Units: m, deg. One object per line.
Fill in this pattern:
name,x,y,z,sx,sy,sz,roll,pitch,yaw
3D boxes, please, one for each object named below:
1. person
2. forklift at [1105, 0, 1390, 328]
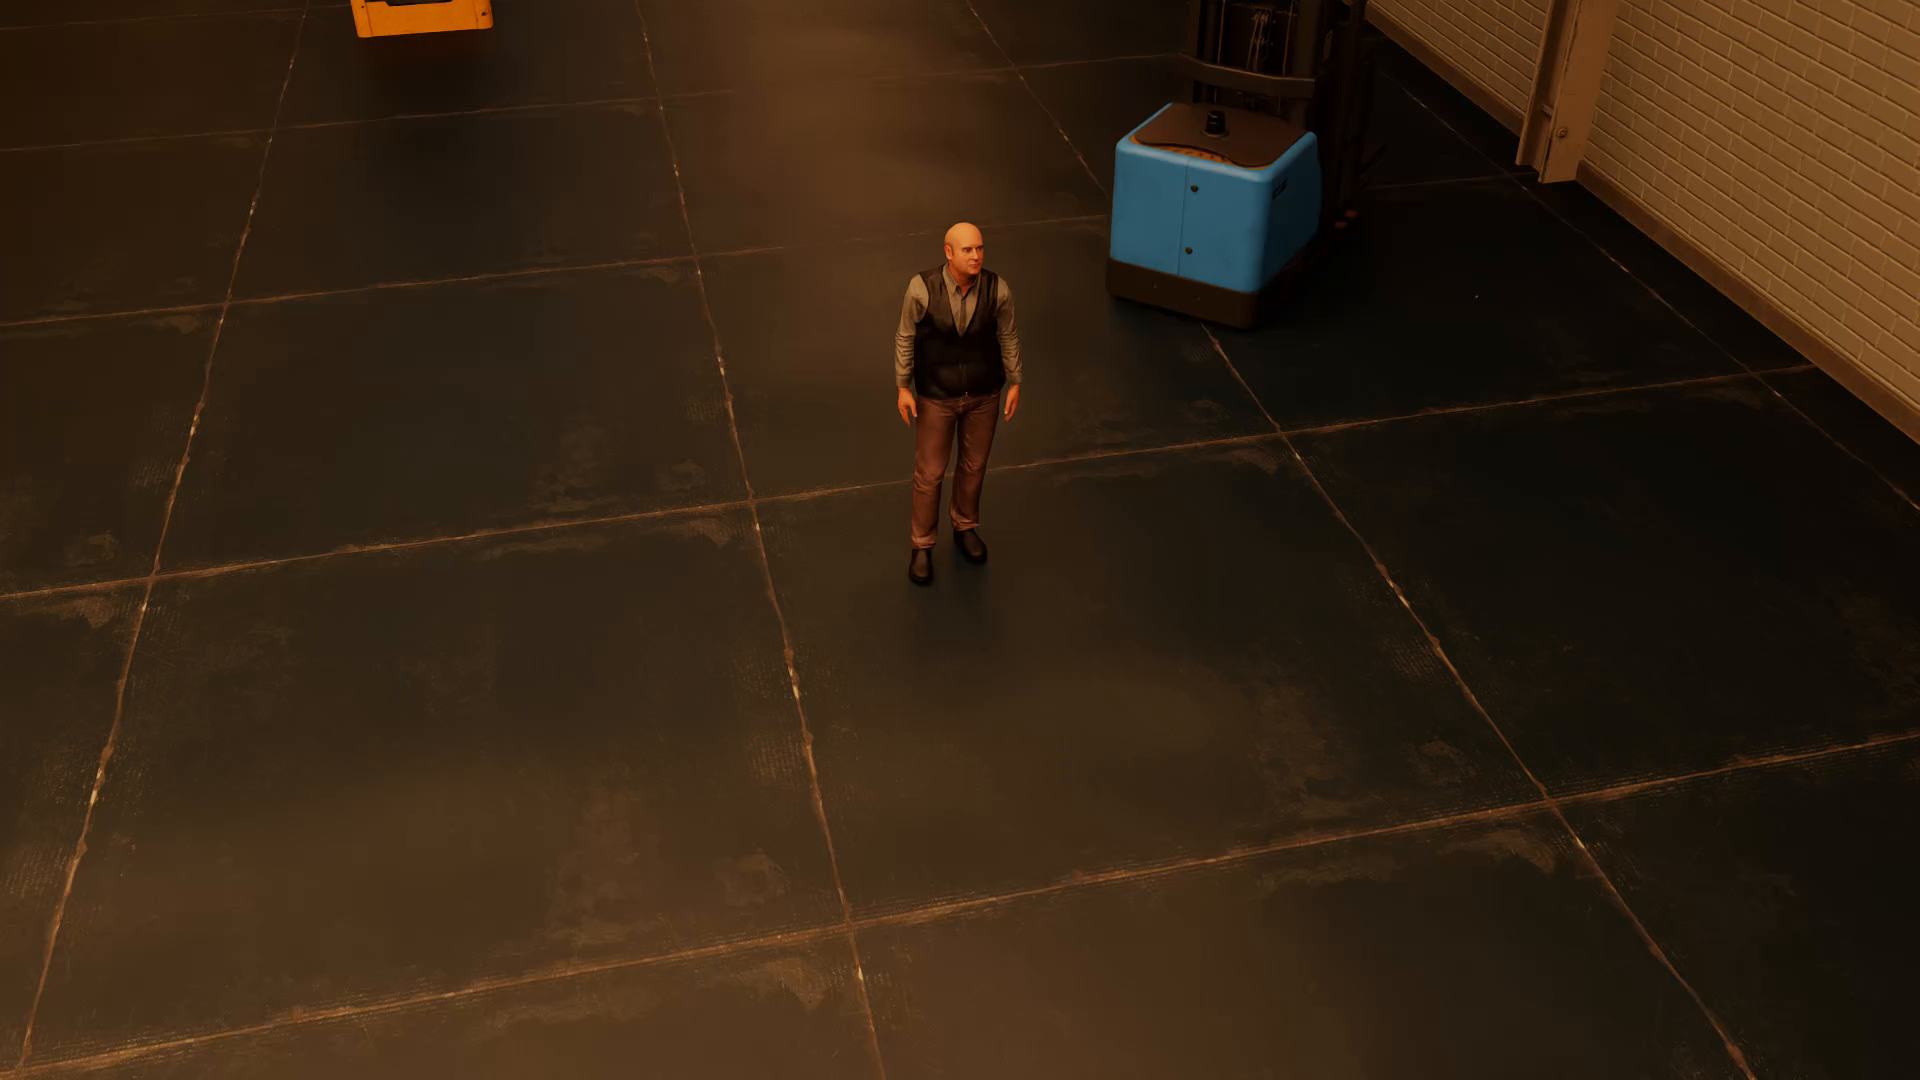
person,0.006,-0.668,8.002,0.632,1.720,0.568,-8,36,-11
forklift,2.119,-3.327,10.673,1.130,2.935,3.031,19,40,25
